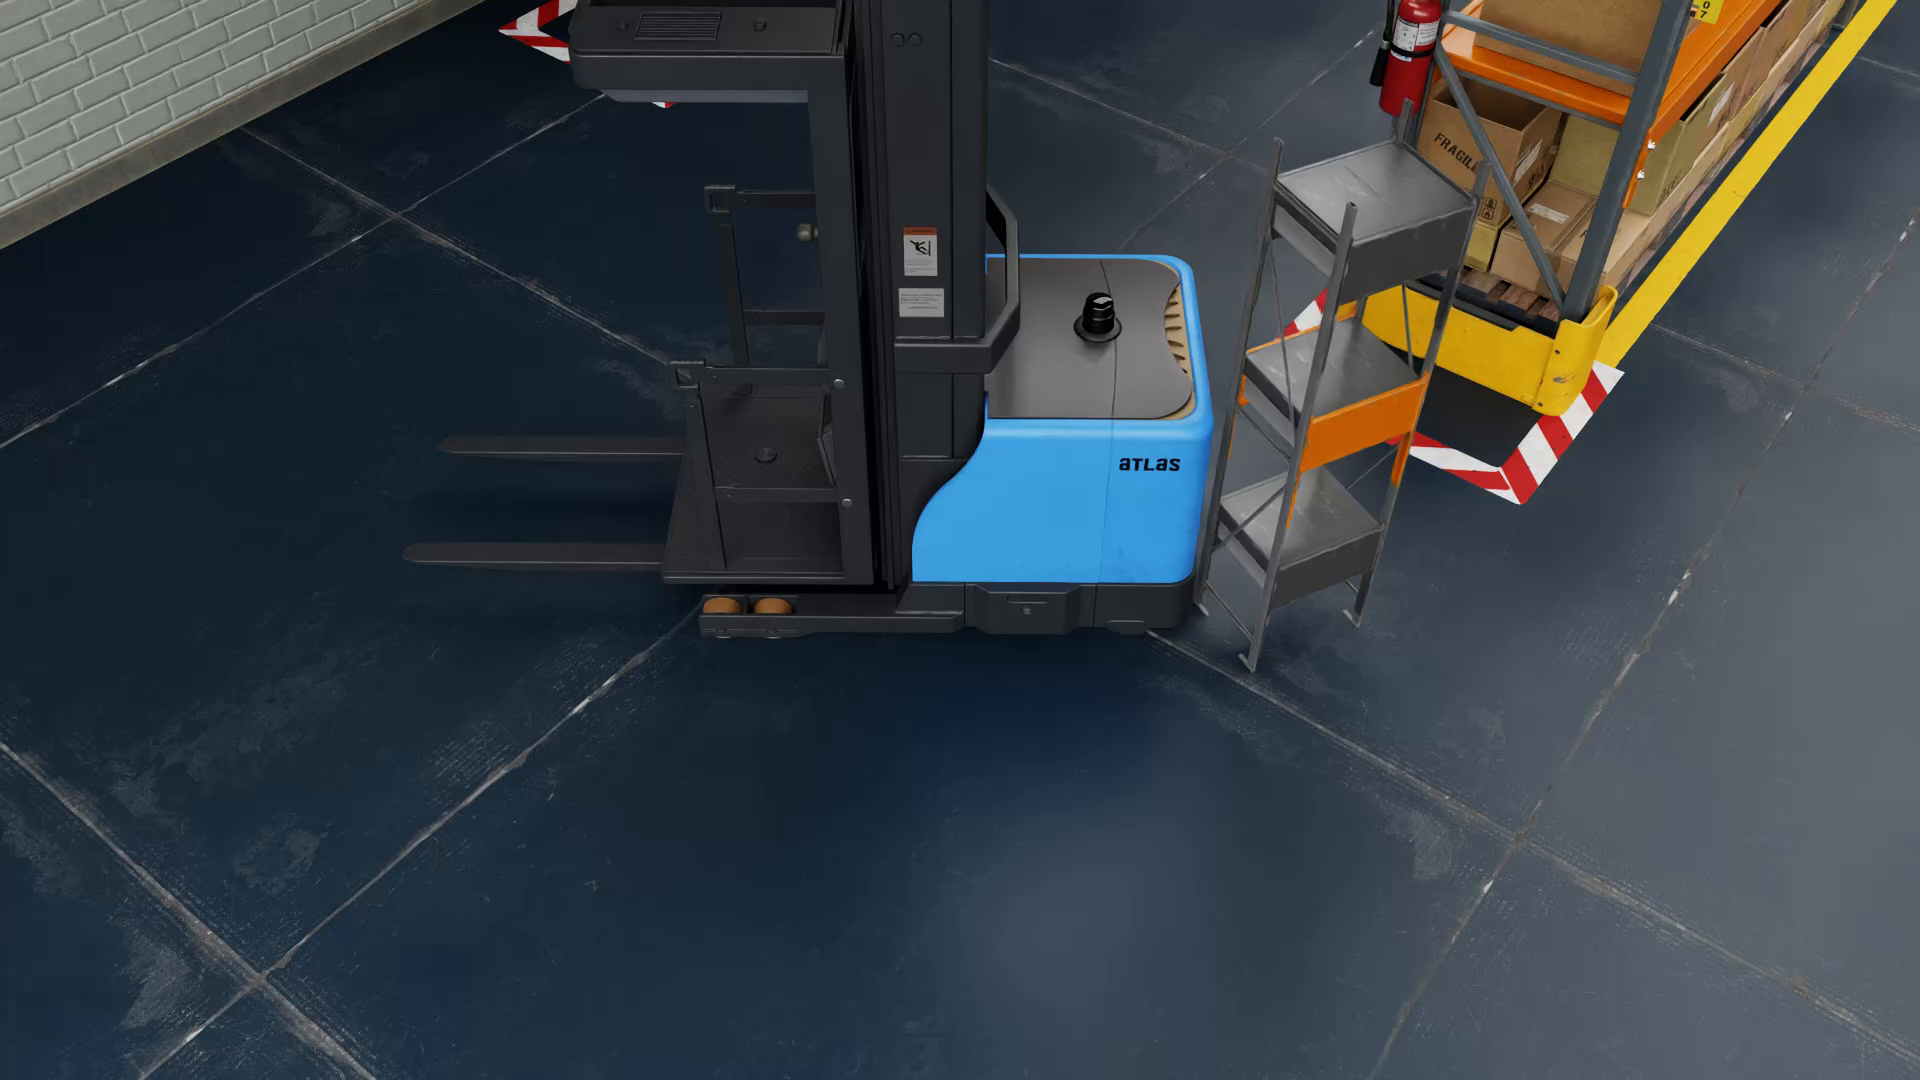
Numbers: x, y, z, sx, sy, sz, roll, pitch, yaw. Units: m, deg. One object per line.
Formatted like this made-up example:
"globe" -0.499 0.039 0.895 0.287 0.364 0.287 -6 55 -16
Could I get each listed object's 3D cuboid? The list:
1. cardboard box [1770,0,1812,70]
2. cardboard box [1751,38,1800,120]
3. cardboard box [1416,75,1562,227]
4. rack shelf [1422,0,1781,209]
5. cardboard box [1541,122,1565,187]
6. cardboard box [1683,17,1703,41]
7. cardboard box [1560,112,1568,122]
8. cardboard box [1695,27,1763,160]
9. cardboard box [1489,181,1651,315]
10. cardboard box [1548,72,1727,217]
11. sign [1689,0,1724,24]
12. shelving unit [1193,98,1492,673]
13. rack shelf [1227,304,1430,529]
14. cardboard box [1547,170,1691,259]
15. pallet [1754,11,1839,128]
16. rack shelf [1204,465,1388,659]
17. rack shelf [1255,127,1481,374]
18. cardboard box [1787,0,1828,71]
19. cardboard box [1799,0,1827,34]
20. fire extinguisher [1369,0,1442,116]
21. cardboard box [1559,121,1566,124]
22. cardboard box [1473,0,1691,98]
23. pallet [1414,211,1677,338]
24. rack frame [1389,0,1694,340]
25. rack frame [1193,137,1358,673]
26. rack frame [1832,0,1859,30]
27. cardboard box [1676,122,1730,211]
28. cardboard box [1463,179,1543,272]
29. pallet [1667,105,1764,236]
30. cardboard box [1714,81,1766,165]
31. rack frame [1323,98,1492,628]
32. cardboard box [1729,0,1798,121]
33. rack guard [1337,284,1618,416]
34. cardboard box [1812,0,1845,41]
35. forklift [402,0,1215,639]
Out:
"cardboard box" 3.984 -2.740 8.386 0.500 0.500 0.500 29 53 25
"cardboard box" 3.994 -2.475 8.651 0.500 0.250 0.500 29 53 25
"cardboard box" 2.359 -1.820 7.507 0.500 0.500 0.500 29 53 25
"rack shelf" 3.489 -2.824 7.870 1.077 0.370 4.000 29 53 25
"cardboard box" 2.657 -1.852 8.056 0.500 0.250 0.500 29 53 25
"cardboard box" 2.879 -2.526 7.020 0.700 0.500 0.500 31 53 26
"cardboard box" 2.959 -2.399 8.060 0.500 0.500 0.500 29 53 25
"cardboard box" 3.370 -2.169 7.840 0.500 0.500 0.500 29 53 25
"cardboard box" 2.770 -1.331 7.559 0.500 0.250 0.500 29 53 25
"cardboard box" 3.075 -1.877 7.562 0.500 0.500 0.500 29 53 25
"sign" 2.702 -2.005 5.938 0.100 0.325 0.005 29 53 25
"shelving unit" 1.242 -0.435 5.707 0.503 2.100 0.431 -20 50 -19
"rack shelf" 1.242 -0.425 5.717 0.480 0.518 0.431 -20 50 -19
"cardboard box" 3.073 -1.619 7.833 0.500 0.250 0.500 29 53 25
"pallet" 4.193 -2.817 9.295 1.003 0.211 1.213 29 53 25
"rack shelf" 1.233 0.056 6.225 0.480 0.518 0.431 -20 50 -19
"rack shelf" 1.250 -0.907 5.209 0.480 0.518 0.431 -20 50 -19
"cardboard box" 4.288 -2.768 8.931 0.500 0.250 0.500 29 53 25
"cardboard box" 4.287 -3.028 8.661 0.500 0.500 0.500 29 53 25
"fire extinguisher" 1.827 -2.039 6.677 0.296 0.674 0.183 29 53 25
"cardboard box" 2.961 -2.139 8.330 0.500 0.250 0.500 29 53 25
"cardboard box" 2.562 -2.224 6.731 0.700 0.500 0.500 29 53 25
"pallet" 2.701 -1.421 7.961 1.003 0.211 1.213 29 53 25
"rack frame" 2.266 -1.928 6.517 1.000 3.000 0.127 29 53 25
"rack frame" 1.025 -0.355 5.628 0.015 2.100 0.400 -20 50 -19
"rack frame" 4.712 -4.217 8.703 1.000 3.000 0.127 29 53 25
"cardboard box" 3.379 -1.905 8.107 0.500 0.250 0.500 29 53 25
"cardboard box" 2.361 -1.560 7.777 0.500 0.250 0.500 29 53 25
"pallet" 3.447 -2.116 8.625 1.003 0.211 1.213 29 53 25
"cardboard box" 3.689 -2.189 8.378 0.500 0.250 0.500 29 53 25
"rack frame" 1.458 -0.515 5.787 0.015 2.100 0.400 -20 50 -19
"cardboard box" 3.690 -2.448 8.106 0.500 0.500 0.500 29 53 25
"rack guard" 2.252 -1.051 7.408 1.175 0.500 0.348 29 53 25
"cardboard box" 4.601 -3.050 9.200 0.500 0.250 0.500 29 53 25
"forklift" -0.623 -1.017 5.695 3.031 2.935 1.130 0 46 0
